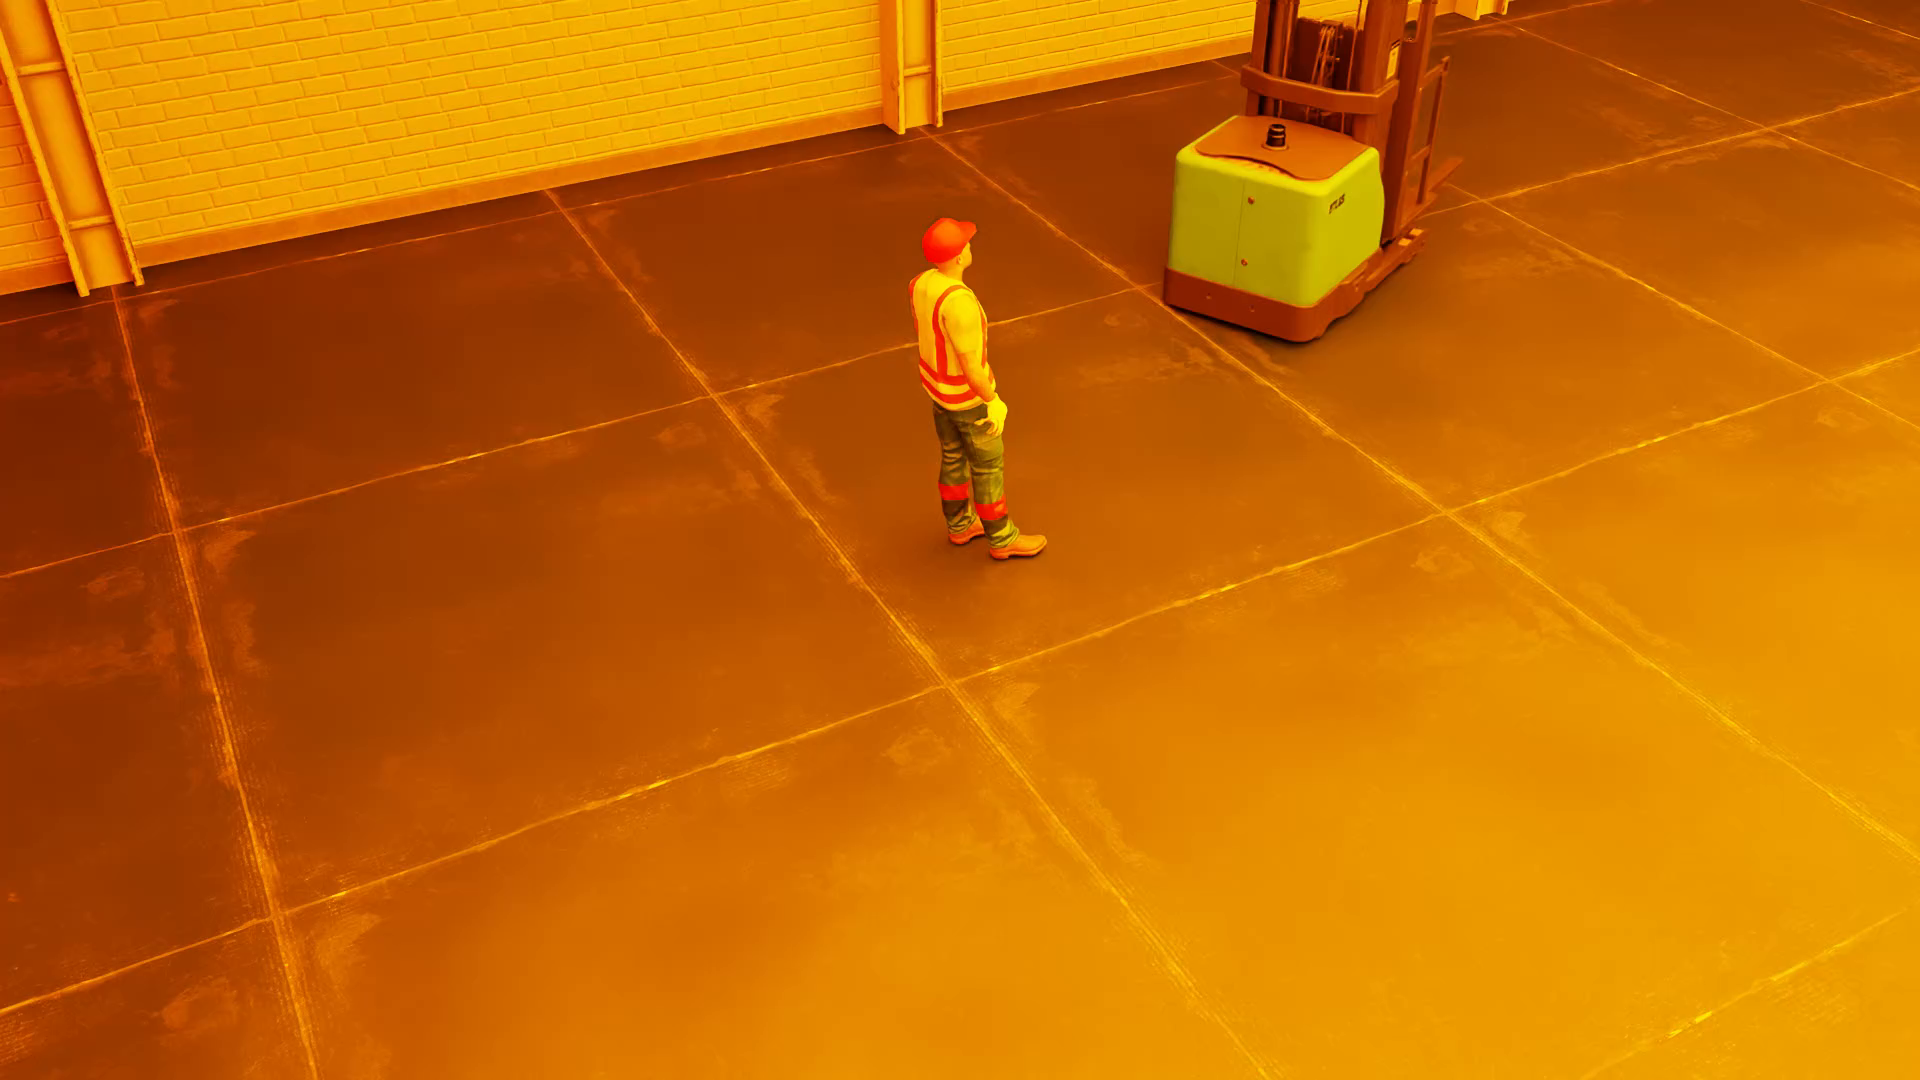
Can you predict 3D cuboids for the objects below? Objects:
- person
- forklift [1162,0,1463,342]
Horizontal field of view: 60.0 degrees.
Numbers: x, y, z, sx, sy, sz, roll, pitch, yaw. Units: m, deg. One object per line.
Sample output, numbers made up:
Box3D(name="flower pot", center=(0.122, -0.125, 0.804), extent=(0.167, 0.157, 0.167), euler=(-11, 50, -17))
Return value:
Box3D(name="person", center=(0.076, -0.753, 8.165), extent=(0.562, 1.789, 0.638), euler=(-17, 39, -23))
Box3D(name="forklift", center=(2.566, -3.225, 10.686), extent=(1.130, 2.935, 3.031), euler=(22, 41, 28))
